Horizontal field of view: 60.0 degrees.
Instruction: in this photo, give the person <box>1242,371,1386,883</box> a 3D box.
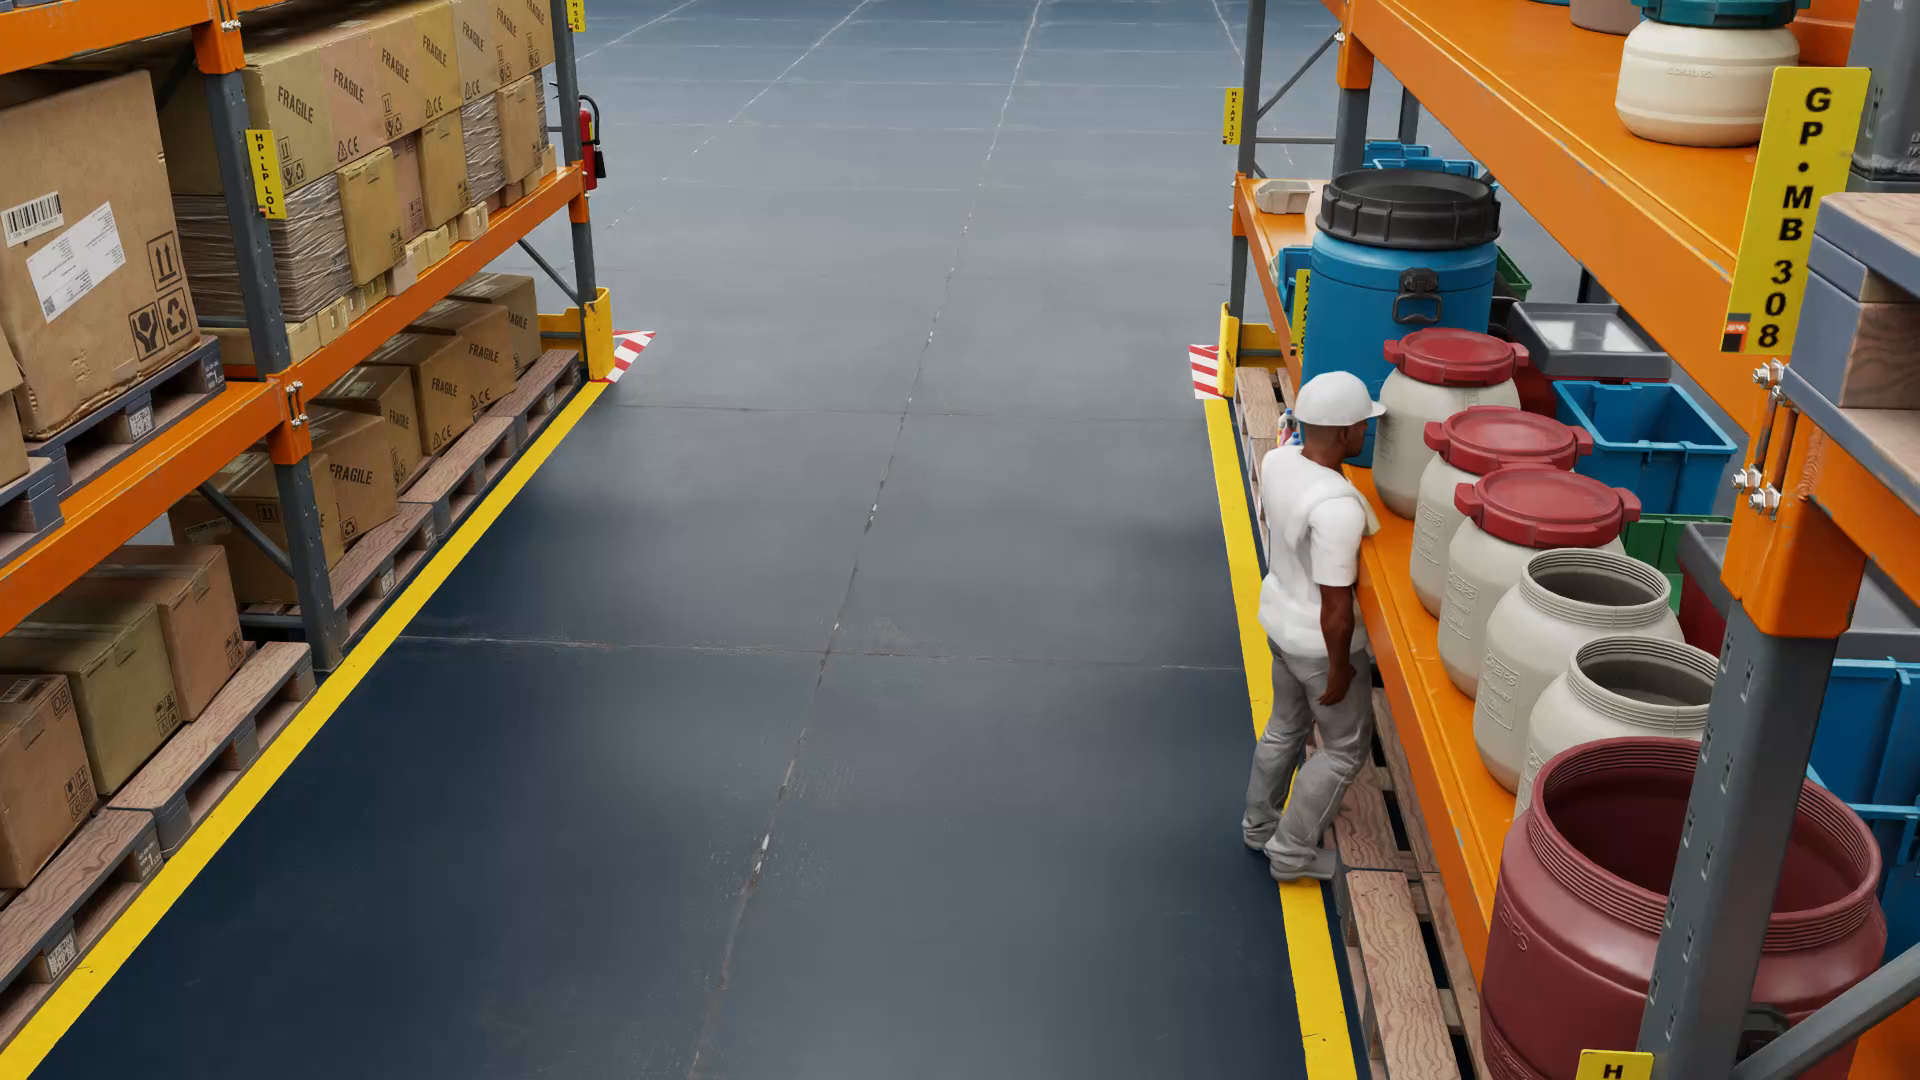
[{"bbox_3d":[1.156,0.299,5.417,0.360,1.765,0.565,-4,25,-9],"label":"person"}]
